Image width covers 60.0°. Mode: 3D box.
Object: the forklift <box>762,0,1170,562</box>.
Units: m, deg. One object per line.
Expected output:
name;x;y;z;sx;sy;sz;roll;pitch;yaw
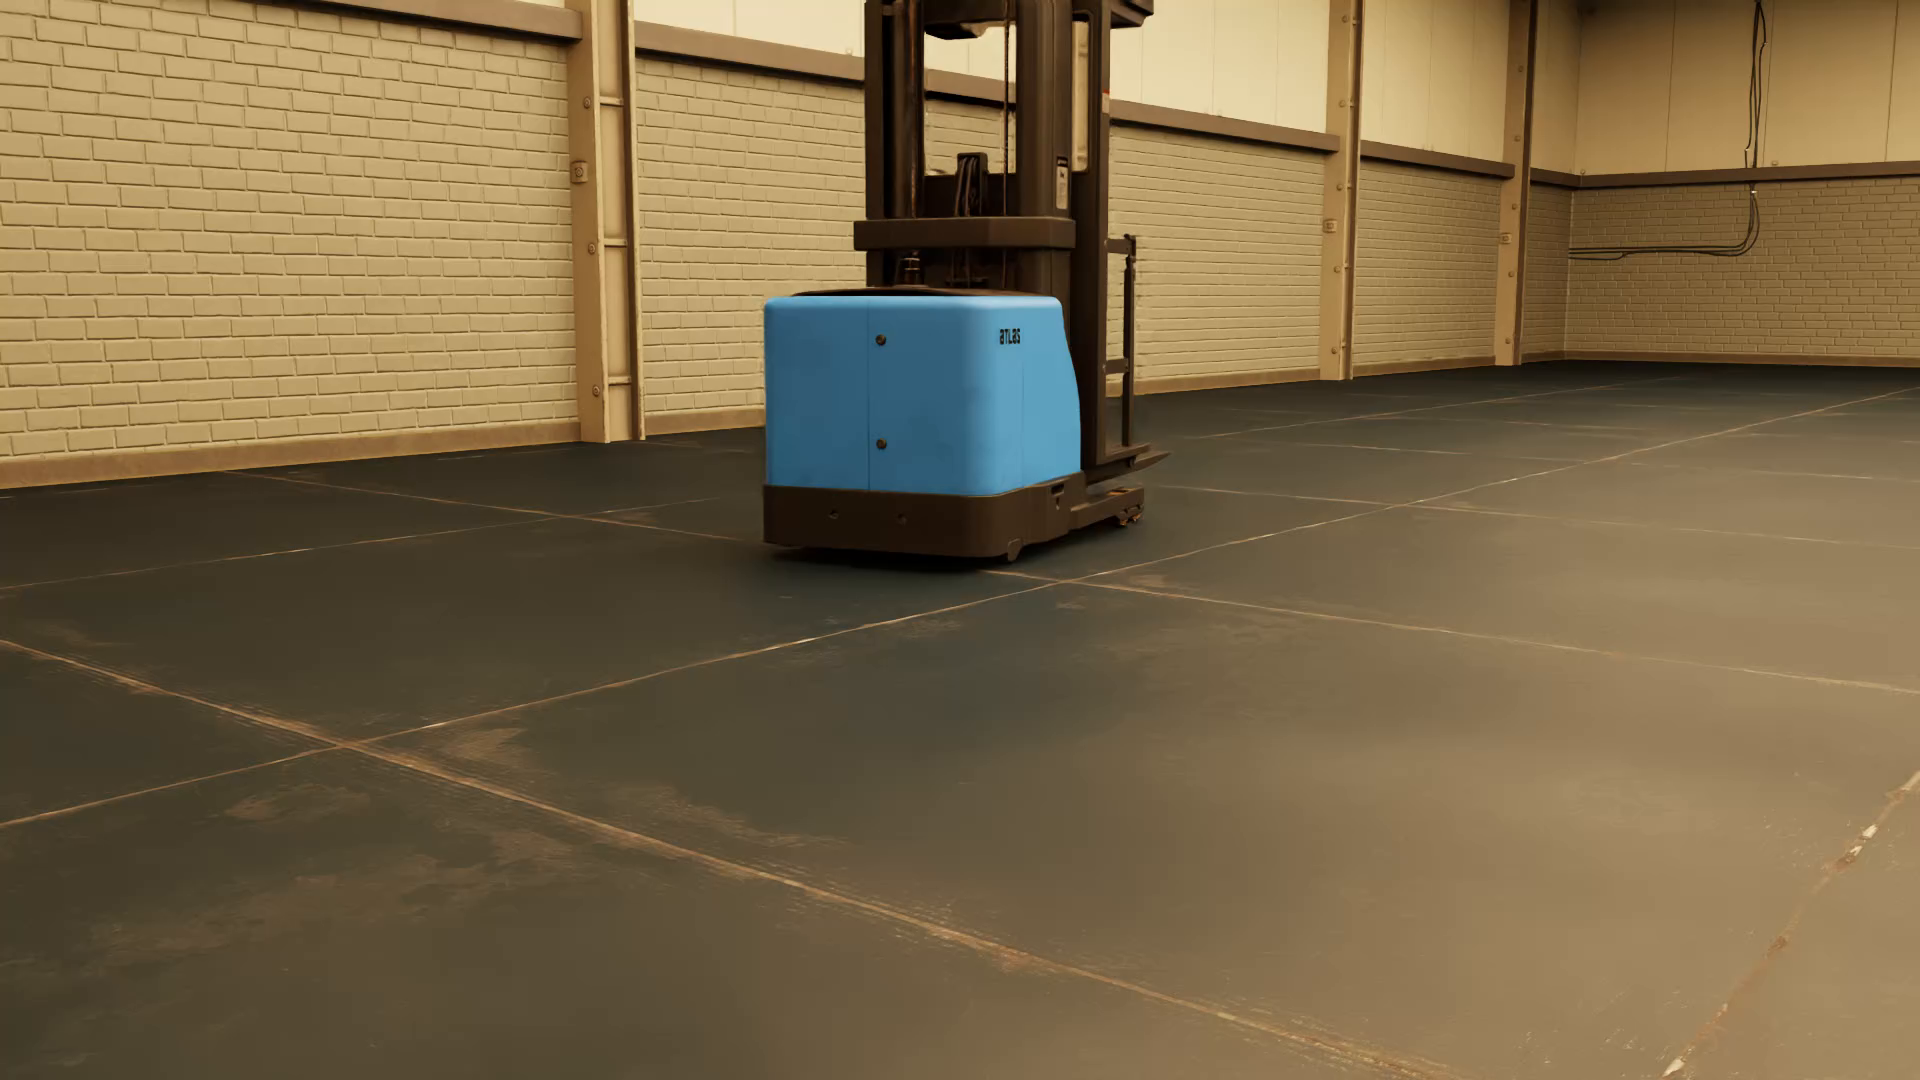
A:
forklift;0.244;-1.536;7.782;1.130;2.935;3.031;4;9;23
